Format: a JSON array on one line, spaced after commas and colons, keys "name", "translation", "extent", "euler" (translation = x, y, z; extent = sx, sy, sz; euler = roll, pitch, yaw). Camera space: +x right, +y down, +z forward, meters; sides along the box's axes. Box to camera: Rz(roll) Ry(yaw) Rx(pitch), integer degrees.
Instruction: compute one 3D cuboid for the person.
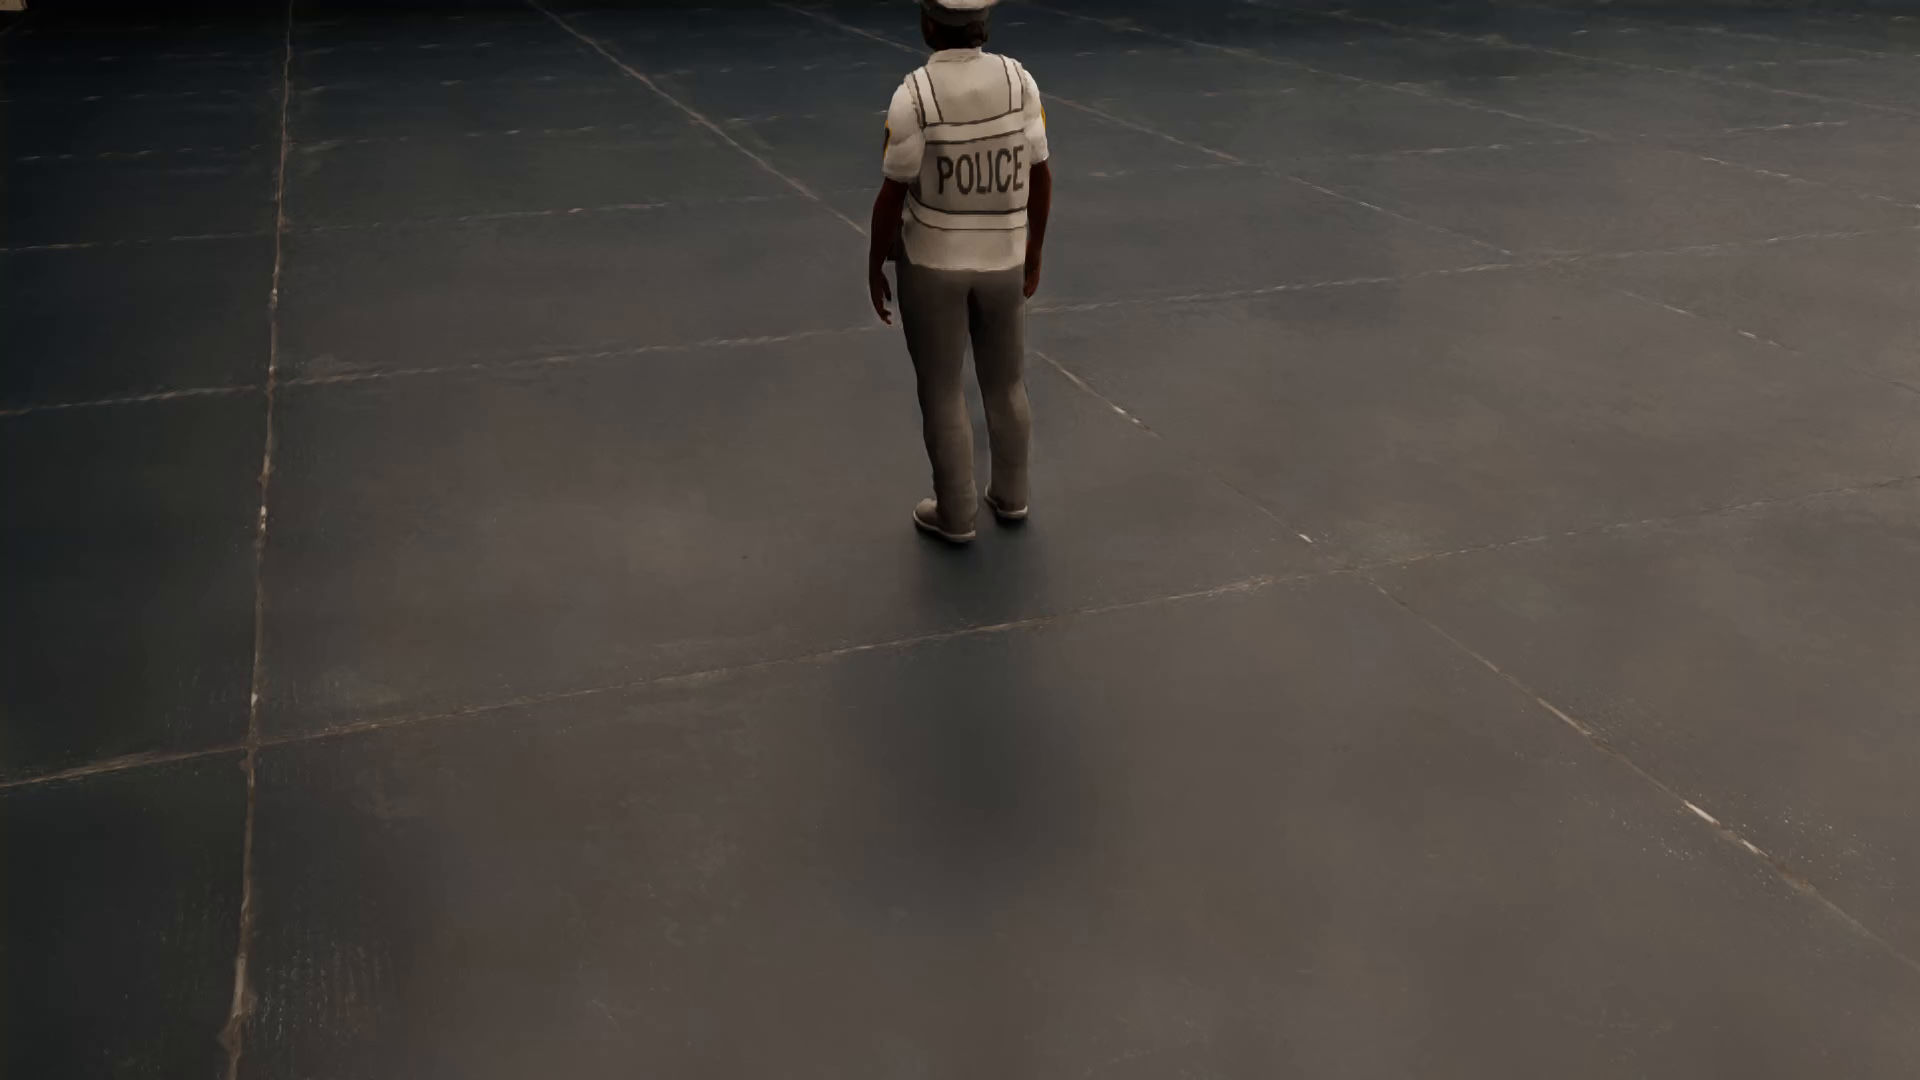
[{"name": "person", "translation": [-0.007, -0.817, 4.819], "extent": [0.570, 1.693, 0.529], "euler": [-8, 24, -18]}]
